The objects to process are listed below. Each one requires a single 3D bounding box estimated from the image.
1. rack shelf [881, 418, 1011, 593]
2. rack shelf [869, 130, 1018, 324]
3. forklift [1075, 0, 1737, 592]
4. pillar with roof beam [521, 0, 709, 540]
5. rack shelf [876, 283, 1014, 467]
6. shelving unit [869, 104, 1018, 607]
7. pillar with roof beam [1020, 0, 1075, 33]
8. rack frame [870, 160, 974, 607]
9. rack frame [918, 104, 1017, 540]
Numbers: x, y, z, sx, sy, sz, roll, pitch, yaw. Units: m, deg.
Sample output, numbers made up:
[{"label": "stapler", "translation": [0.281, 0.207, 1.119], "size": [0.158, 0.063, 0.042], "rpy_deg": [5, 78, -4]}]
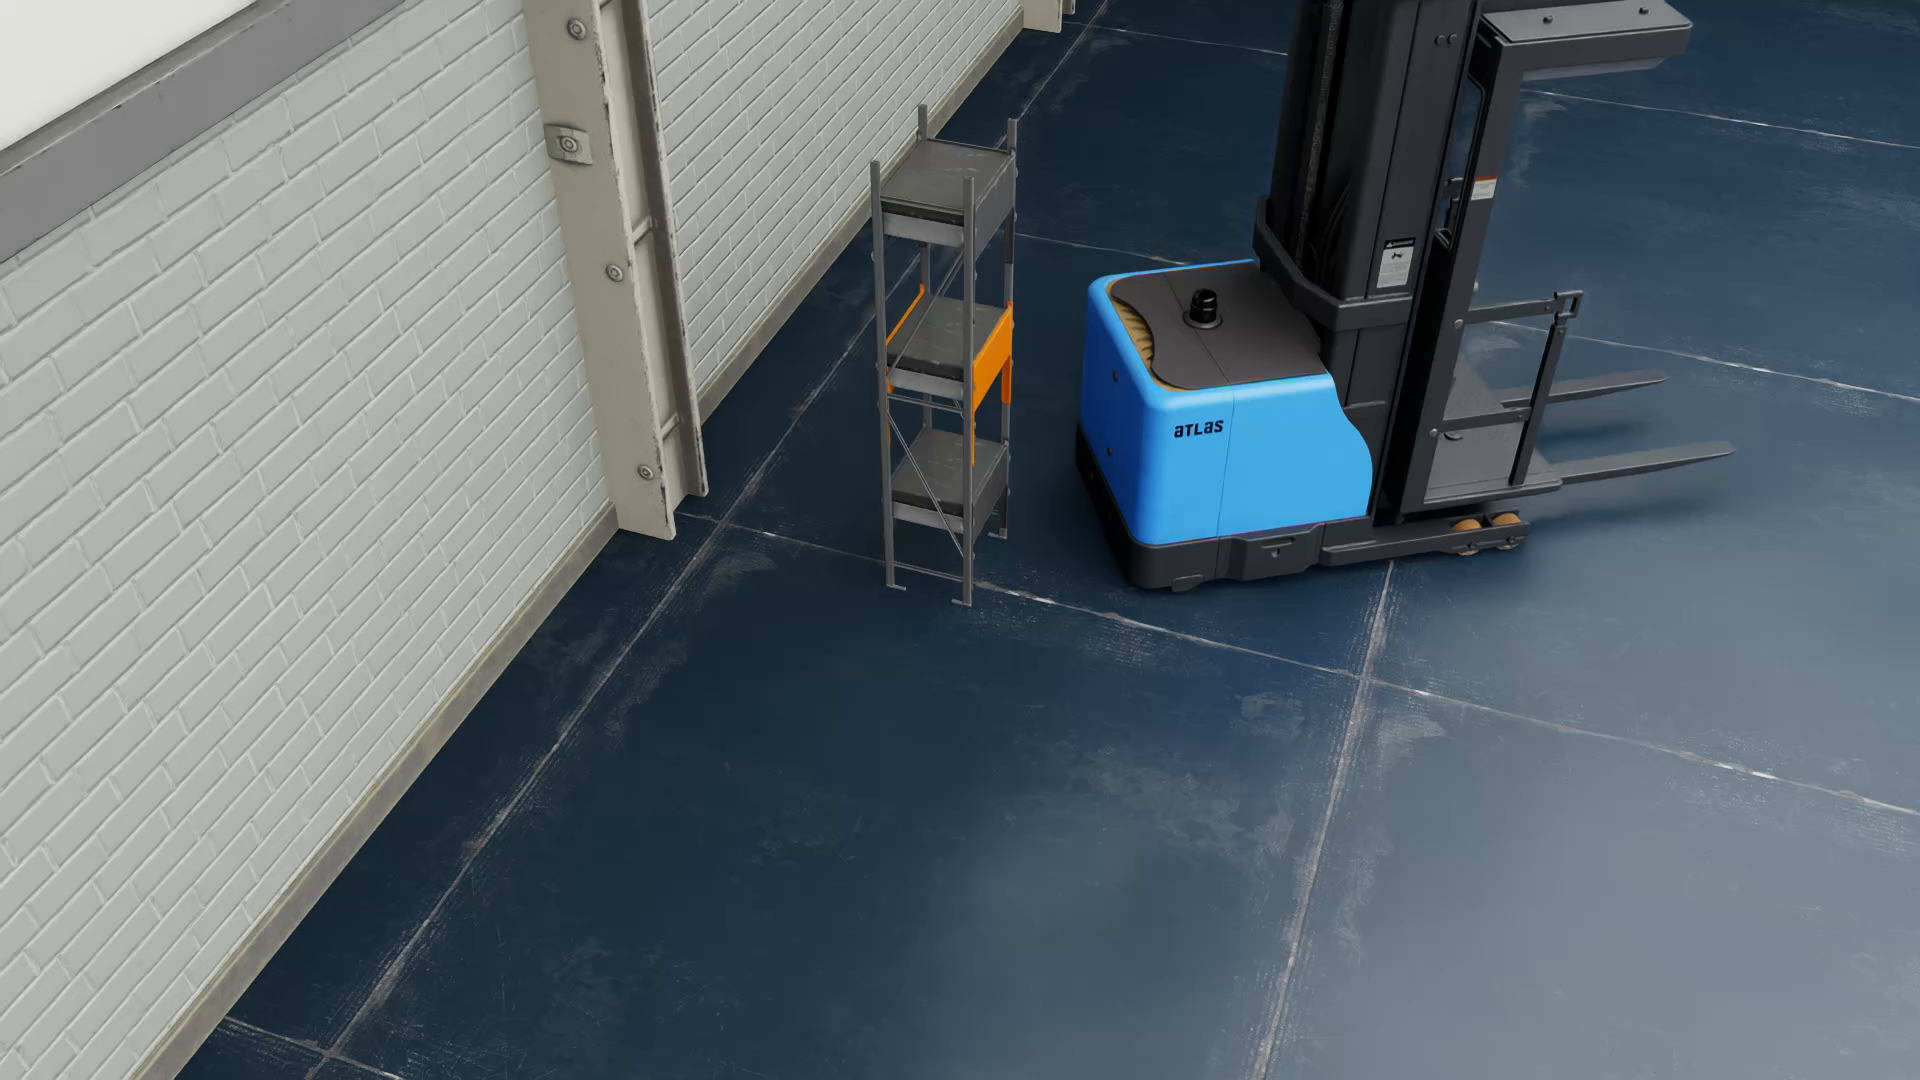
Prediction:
[{"label": "rack shelf", "translation": [-0.057, -0.155, 7.367], "size": [0.431, 0.518, 0.480], "rpy_deg": [13, 42, 15]}, {"label": "rack shelf", "translation": [-0.057, -1.220, 6.458], "size": [0.431, 0.518, 0.480], "rpy_deg": [13, 42, 15]}, {"label": "forklift", "translation": [2.127, -1.373, 7.055], "size": [3.031, 2.935, 1.130], "rpy_deg": [-8, 41, -9]}, {"label": "pillar with roof beam", "translation": [2.630, -2.620, 3.841], "size": [9.100, 9.000, 0.400], "rpy_deg": [13, 42, 15]}, {"label": "rack shelf", "translation": [-0.057, -0.687, 6.913], "size": [0.431, 0.518, 0.480], "rpy_deg": [13, 42, 15]}, {"label": "shelving unit", "translation": [-0.057, -0.698, 6.904], "size": [0.431, 2.100, 0.503], "rpy_deg": [13, 42, 15]}, {"label": "pillar with roof beam", "translation": [4.682, -6.279, 8.131], "size": [9.100, 9.000, 0.400], "rpy_deg": [13, 42, 15]}, {"label": "rack frame", "translation": [-0.140, -0.549, 6.729], "size": [0.400, 2.100, 0.015], "rpy_deg": [13, 42, 15]}, {"label": "rack frame", "translation": [0.027, -0.847, 7.078], "size": [0.400, 2.100, 0.015], "rpy_deg": [13, 42, 15]}]
